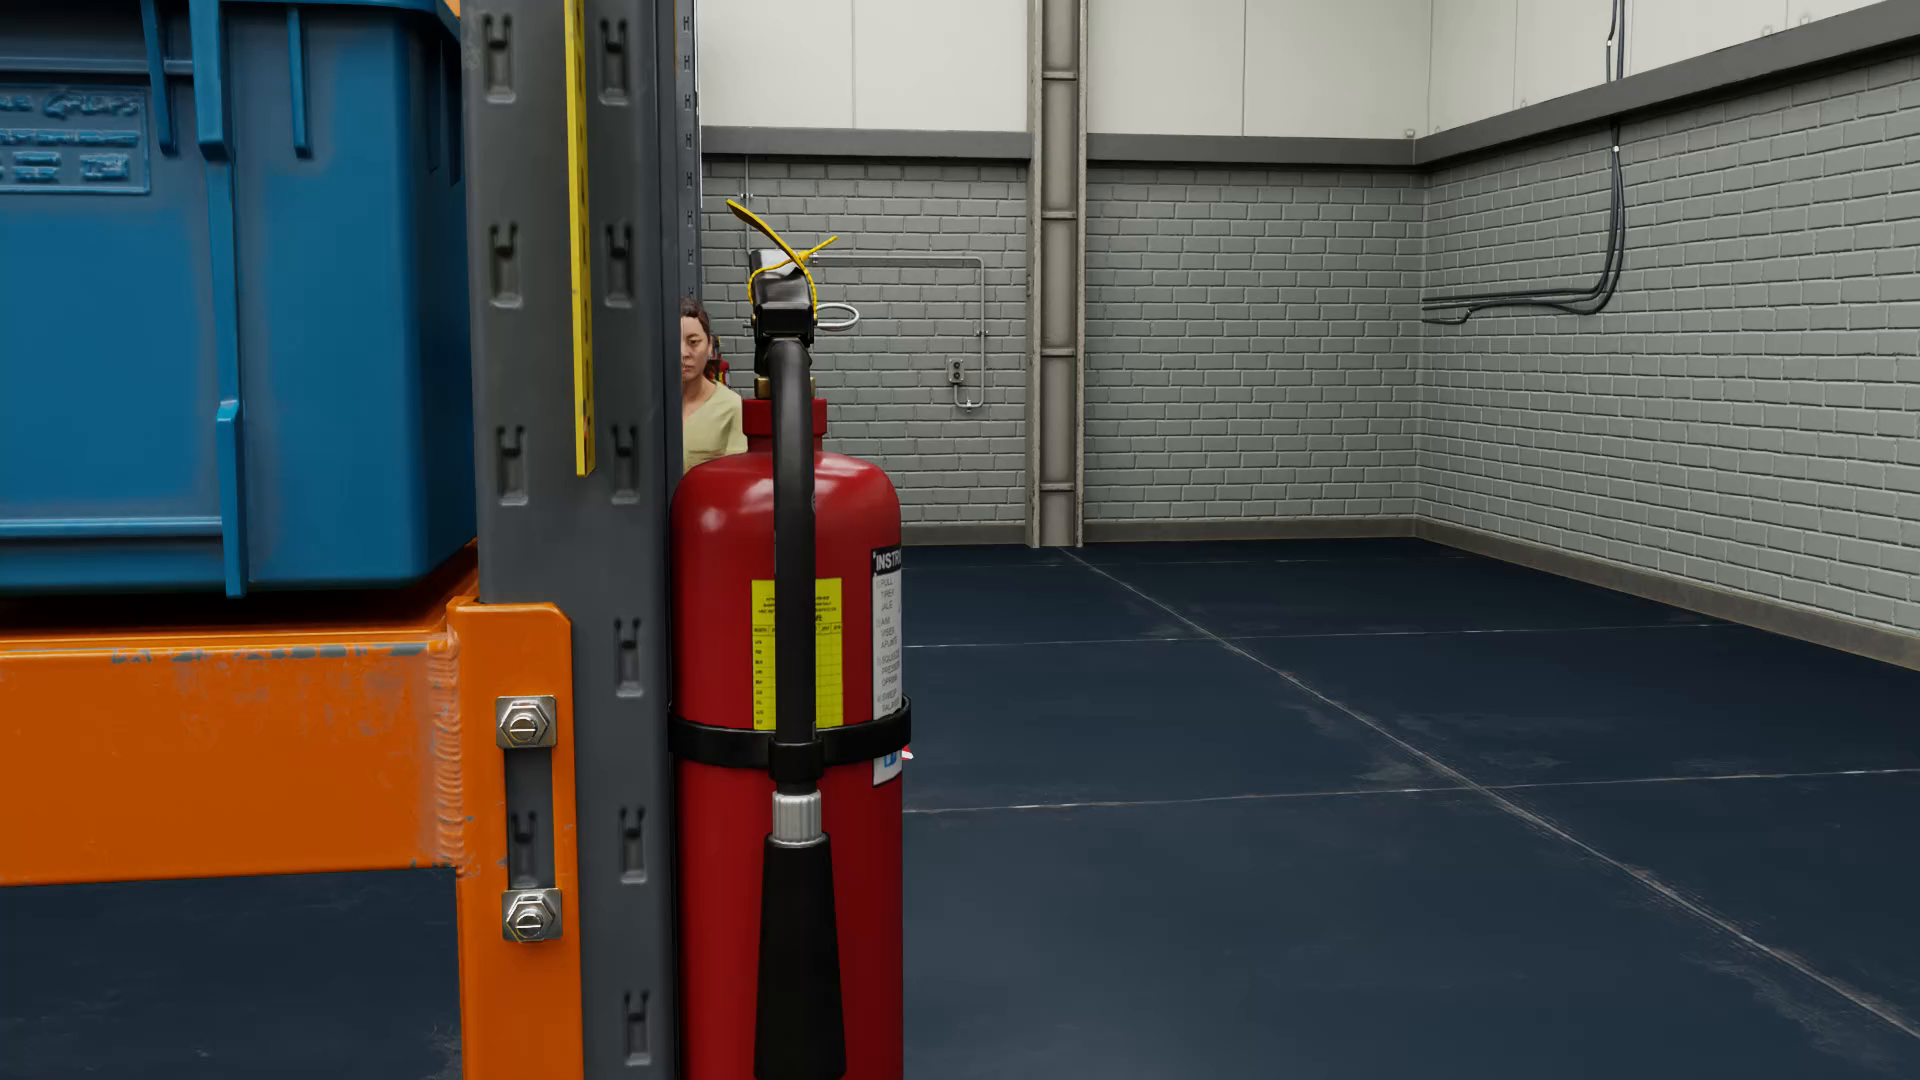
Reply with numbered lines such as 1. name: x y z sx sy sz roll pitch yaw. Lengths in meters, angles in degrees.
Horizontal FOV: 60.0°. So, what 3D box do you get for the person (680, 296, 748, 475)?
1. person: -0.818 0.108 4.968 0.407 1.658 0.503 0 7 -2
